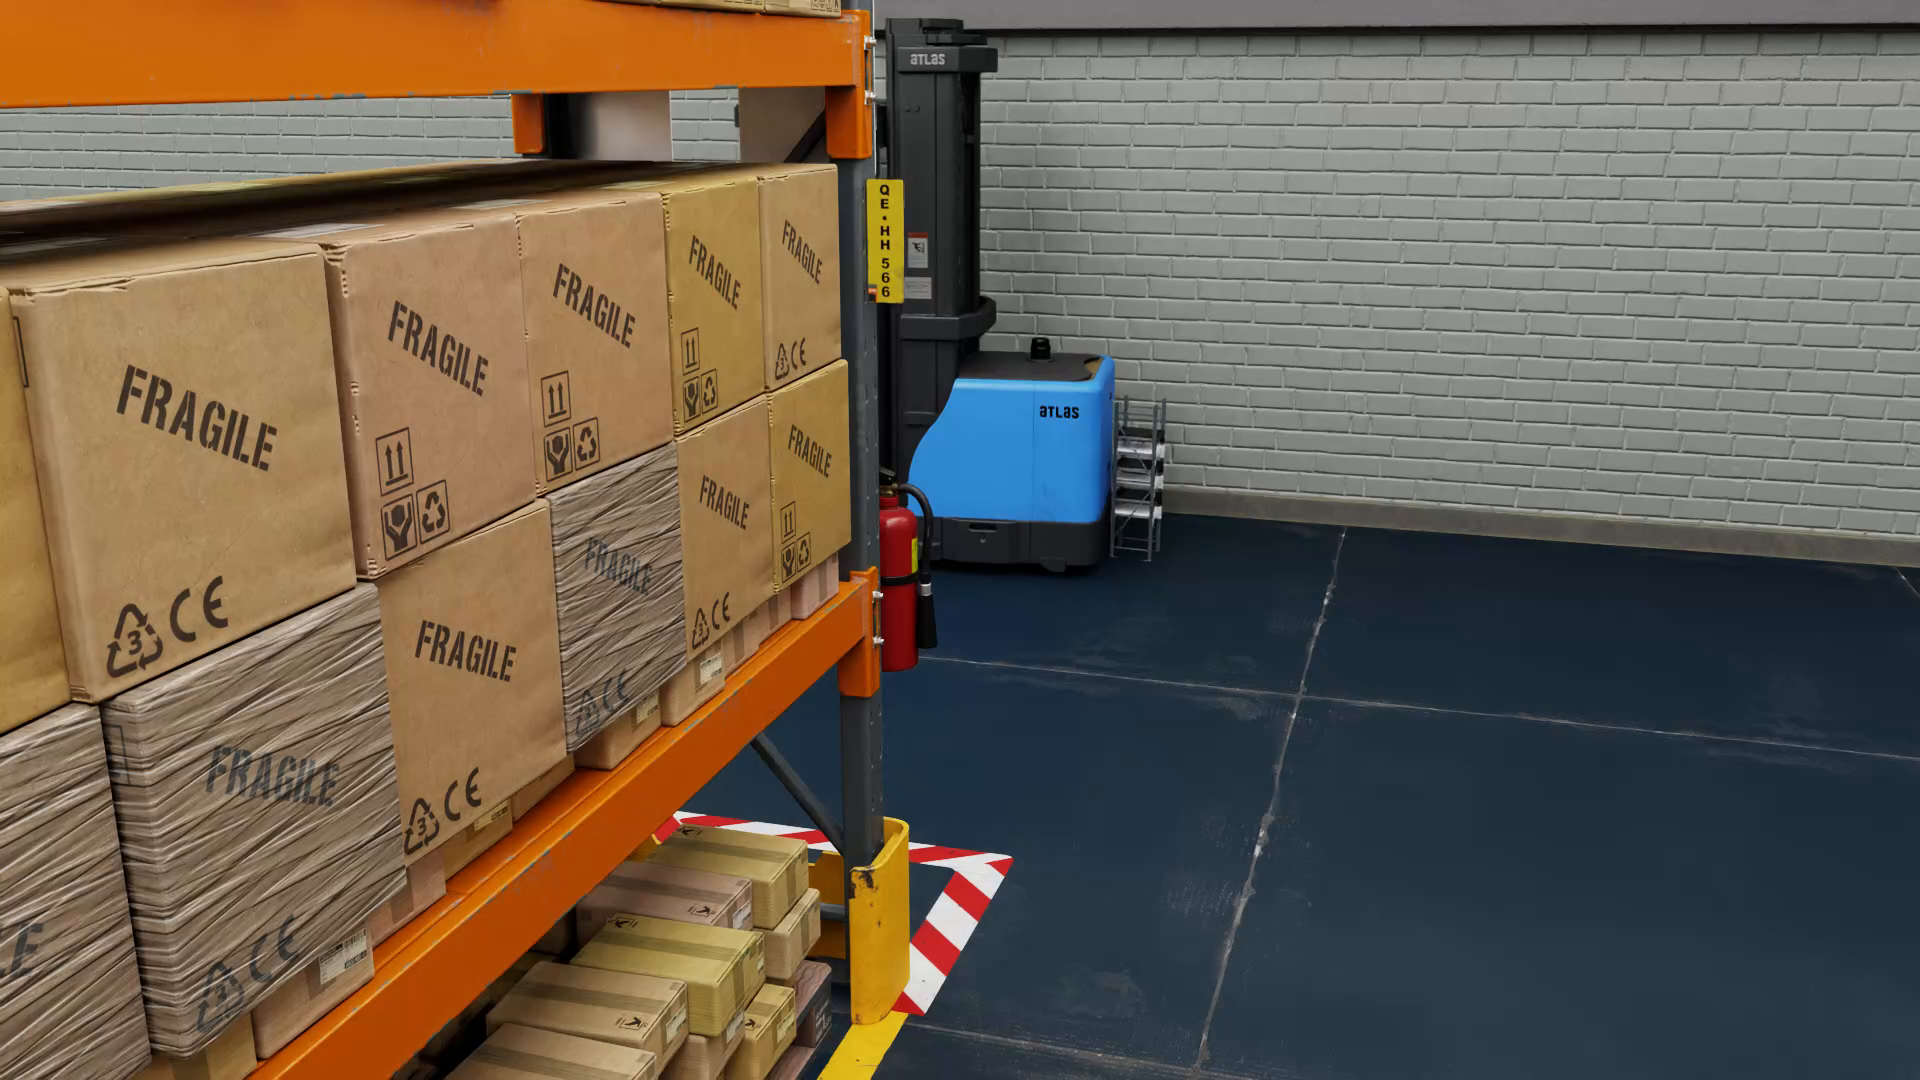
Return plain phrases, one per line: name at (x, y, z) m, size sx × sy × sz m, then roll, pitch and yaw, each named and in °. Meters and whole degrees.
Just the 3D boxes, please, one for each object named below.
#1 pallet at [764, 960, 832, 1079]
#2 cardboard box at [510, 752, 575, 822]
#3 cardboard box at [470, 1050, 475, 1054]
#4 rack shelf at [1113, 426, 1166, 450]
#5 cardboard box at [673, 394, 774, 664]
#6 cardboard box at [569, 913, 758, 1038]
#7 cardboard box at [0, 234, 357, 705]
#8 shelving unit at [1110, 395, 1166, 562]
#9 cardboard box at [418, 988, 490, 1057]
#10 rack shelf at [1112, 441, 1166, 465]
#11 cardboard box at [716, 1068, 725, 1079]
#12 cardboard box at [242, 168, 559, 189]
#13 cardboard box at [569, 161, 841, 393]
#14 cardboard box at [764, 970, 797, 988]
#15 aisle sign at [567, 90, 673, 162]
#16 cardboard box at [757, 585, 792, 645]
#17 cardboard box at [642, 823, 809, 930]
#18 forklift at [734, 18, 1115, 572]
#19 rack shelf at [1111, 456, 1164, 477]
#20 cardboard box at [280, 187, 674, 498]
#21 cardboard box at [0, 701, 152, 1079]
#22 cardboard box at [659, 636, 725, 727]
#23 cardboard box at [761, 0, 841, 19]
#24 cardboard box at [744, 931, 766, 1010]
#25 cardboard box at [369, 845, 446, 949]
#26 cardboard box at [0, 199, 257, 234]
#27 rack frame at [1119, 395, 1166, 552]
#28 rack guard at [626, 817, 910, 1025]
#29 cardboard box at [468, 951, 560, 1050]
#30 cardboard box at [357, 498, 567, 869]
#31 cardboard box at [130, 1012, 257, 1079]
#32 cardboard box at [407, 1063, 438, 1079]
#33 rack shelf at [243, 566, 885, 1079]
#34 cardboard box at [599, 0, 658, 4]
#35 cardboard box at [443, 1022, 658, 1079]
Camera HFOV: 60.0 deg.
pallet at (-1.011, 1.436, 4.380) m, size 1.003 × 0.211 × 1.213 m, roll 5°, pitch 16°, yaw 16°
cardboard box at (-0.997, 0.423, 3.301) m, size 0.380 × 0.149 × 0.250 m, roll 4°, pitch 16°, yaw 14°
cardboard box at (-1.240, 1.287, 4.250) m, size 0.380 × 0.149 × 0.250 m, roll 5°, pitch 17°, yaw 16°
rack shelf at (1.008, -0.576, 9.337) m, size 0.258 × 0.077 × 0.200 m, roll 6°, pitch 17°, yaw 19°
cardboard box at (-0.757, -0.055, 3.797) m, size 0.500 × 0.500 × 0.500 m, roll 4°, pitch 16°, yaw 15°
cardboard box at (-0.711, 1.045, 4.013) m, size 0.380 × 0.149 × 0.250 m, roll 4°, pitch 16°, yaw 15°
cardboard box at (-1.194, -0.126, 2.217) m, size 0.500 × 0.500 × 0.500 m, roll 5°, pitch 17°, yaw 17°
shelving unit at (1.006, -0.349, 9.403) m, size 0.258 × 0.900 × 0.210 m, roll 6°, pitch 17°, yaw 19°
cardboard box at (-1.348, 1.067, 3.933) m, size 0.380 × 0.149 × 0.250 m, roll 4°, pitch 16°, yaw 13°
rack shelf at (1.007, -0.490, 9.363) m, size 0.258 × 0.077 × 0.200 m, roll 6°, pitch 17°, yaw 19°
cardboard box at (-0.808, 1.326, 4.113) m, size 0.380 × 0.149 × 0.250 m, roll 5°, pitch 16°, yaw 16°
cardboard box at (-1.244, -0.578, 3.810) m, size 0.500 × 0.500 × 0.500 m, roll 5°, pitch 17°, yaw 17°
cardboard box at (-0.616, -0.668, 4.128) m, size 0.500 × 0.500 × 0.500 m, roll 4°, pitch 16°, yaw 15°
cardboard box at (-0.674, 1.188, 4.598) m, size 0.380 × 0.149 × 0.250 m, roll 5°, pitch 17°, yaw 17°
aisle sign at (-0.992, -1.428, 4.604) m, size 0.394 × 0.787 × 0.004 m, roll 5°, pitch 16°, yaw 16°
cardboard box at (-0.653, 0.155, 4.246) m, size 0.380 × 0.149 × 0.250 m, roll 5°, pitch 16°, yaw 16°
cardboard box at (-0.632, 0.906, 4.502) m, size 0.380 × 0.149 × 0.250 m, roll 5°, pitch 17°, yaw 17°
forklift at (-0.650, -1.405, 9.410) m, size 3.031 × 2.935 × 1.130 m, roll 3°, pitch 16°, yaw 9°
rack shelf at (1.006, -0.403, 9.388) m, size 0.258 × 0.077 × 0.200 m, roll 6°, pitch 17°, yaw 19°
cardboard box at (-0.899, -0.399, 3.179) m, size 0.500 × 0.500 × 0.500 m, roll 6°, pitch 17°, yaw 19°
cardboard box at (-1.345, 0.480, 1.912) m, size 0.500 × 0.500 × 0.500 m, roll 5°, pitch 16°, yaw 16°
cardboard box at (-0.760, 0.290, 3.769) m, size 0.380 × 0.149 × 0.250 m, roll 5°, pitch 17°, yaw 17°
cardboard box at (-0.600, -1.367, 3.929) m, size 0.500 × 0.250 × 0.500 m, roll 4°, pitch 16°, yaw 15°
cardboard box at (-0.727, 1.116, 4.309) m, size 0.380 × 0.149 × 0.250 m, roll 4°, pitch 16°, yaw 15°
cardboard box at (-1.108, 0.561, 2.814) m, size 0.380 × 0.149 × 0.250 m, roll 5°, pitch 17°, yaw 18°
cardboard box at (-1.555, -0.310, 2.865) m, size 0.500 × 0.500 × 0.500 m, roll 4°, pitch 16°, yaw 14°
rack frame at (1.040, -0.375, 9.495) m, size 0.240 × 0.900 × 0.006 m, roll 6°, pitch 17°, yaw 19°
rack guard at (-0.746, 1.087, 5.080) m, size 1.175 × 0.500 × 0.348 m, roll 5°, pitch 16°, yaw 16°
cardboard box at (-1.237, 1.146, 4.200) m, size 0.380 × 0.149 × 0.250 m, roll 5°, pitch 17°, yaw 17°
cardboard box at (-1.044, 0.208, 2.869) m, size 0.500 × 0.500 × 0.500 m, roll 5°, pitch 17°, yaw 19°
cardboard box at (-1.222, 0.705, 2.309) m, size 0.380 × 0.149 × 0.250 m, roll 5°, pitch 17°, yaw 17°
cardboard box at (-1.398, 1.282, 3.722) m, size 0.380 × 0.149 × 0.250 m, roll 4°, pitch 16°, yaw 13°
rack shelf at (-1.293, 0.734, 3.063) m, size 1.077 × 0.370 × 4.000 m, roll 5°, pitch 16°, yaw 16°
cardboard box at (-0.892, -1.104, 3.002) m, size 0.500 × 0.250 × 0.500 m, roll 5°, pitch 17°, yaw 18°
cardboard box at (-0.868, 1.182, 3.528) m, size 0.380 × 0.149 × 0.250 m, roll 5°, pitch 17°, yaw 18°
